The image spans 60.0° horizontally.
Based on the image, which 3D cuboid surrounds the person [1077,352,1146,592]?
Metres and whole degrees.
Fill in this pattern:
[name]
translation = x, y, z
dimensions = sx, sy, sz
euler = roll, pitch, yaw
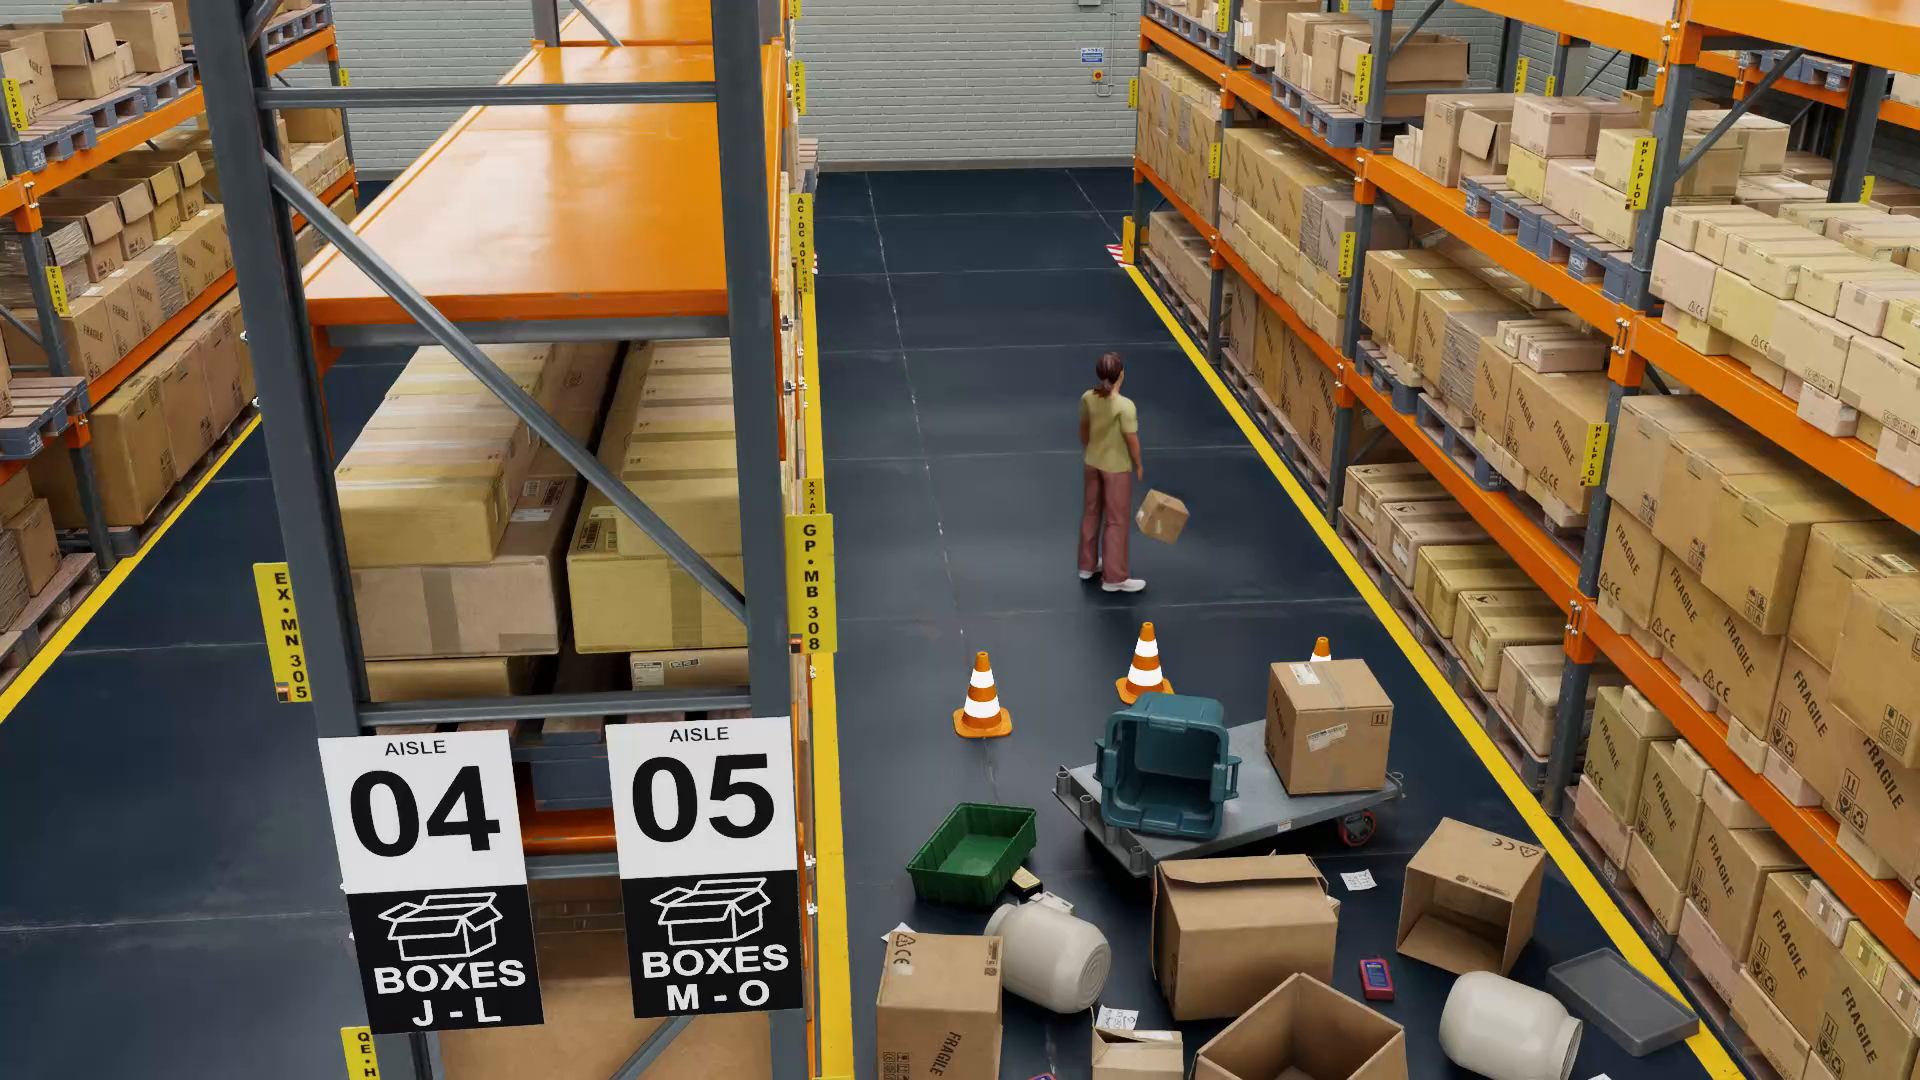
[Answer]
[person]
translation = 1.030, -0.476, 11.335
dimensions = 0.544, 1.683, 0.397
euler = 20, 31, 38
